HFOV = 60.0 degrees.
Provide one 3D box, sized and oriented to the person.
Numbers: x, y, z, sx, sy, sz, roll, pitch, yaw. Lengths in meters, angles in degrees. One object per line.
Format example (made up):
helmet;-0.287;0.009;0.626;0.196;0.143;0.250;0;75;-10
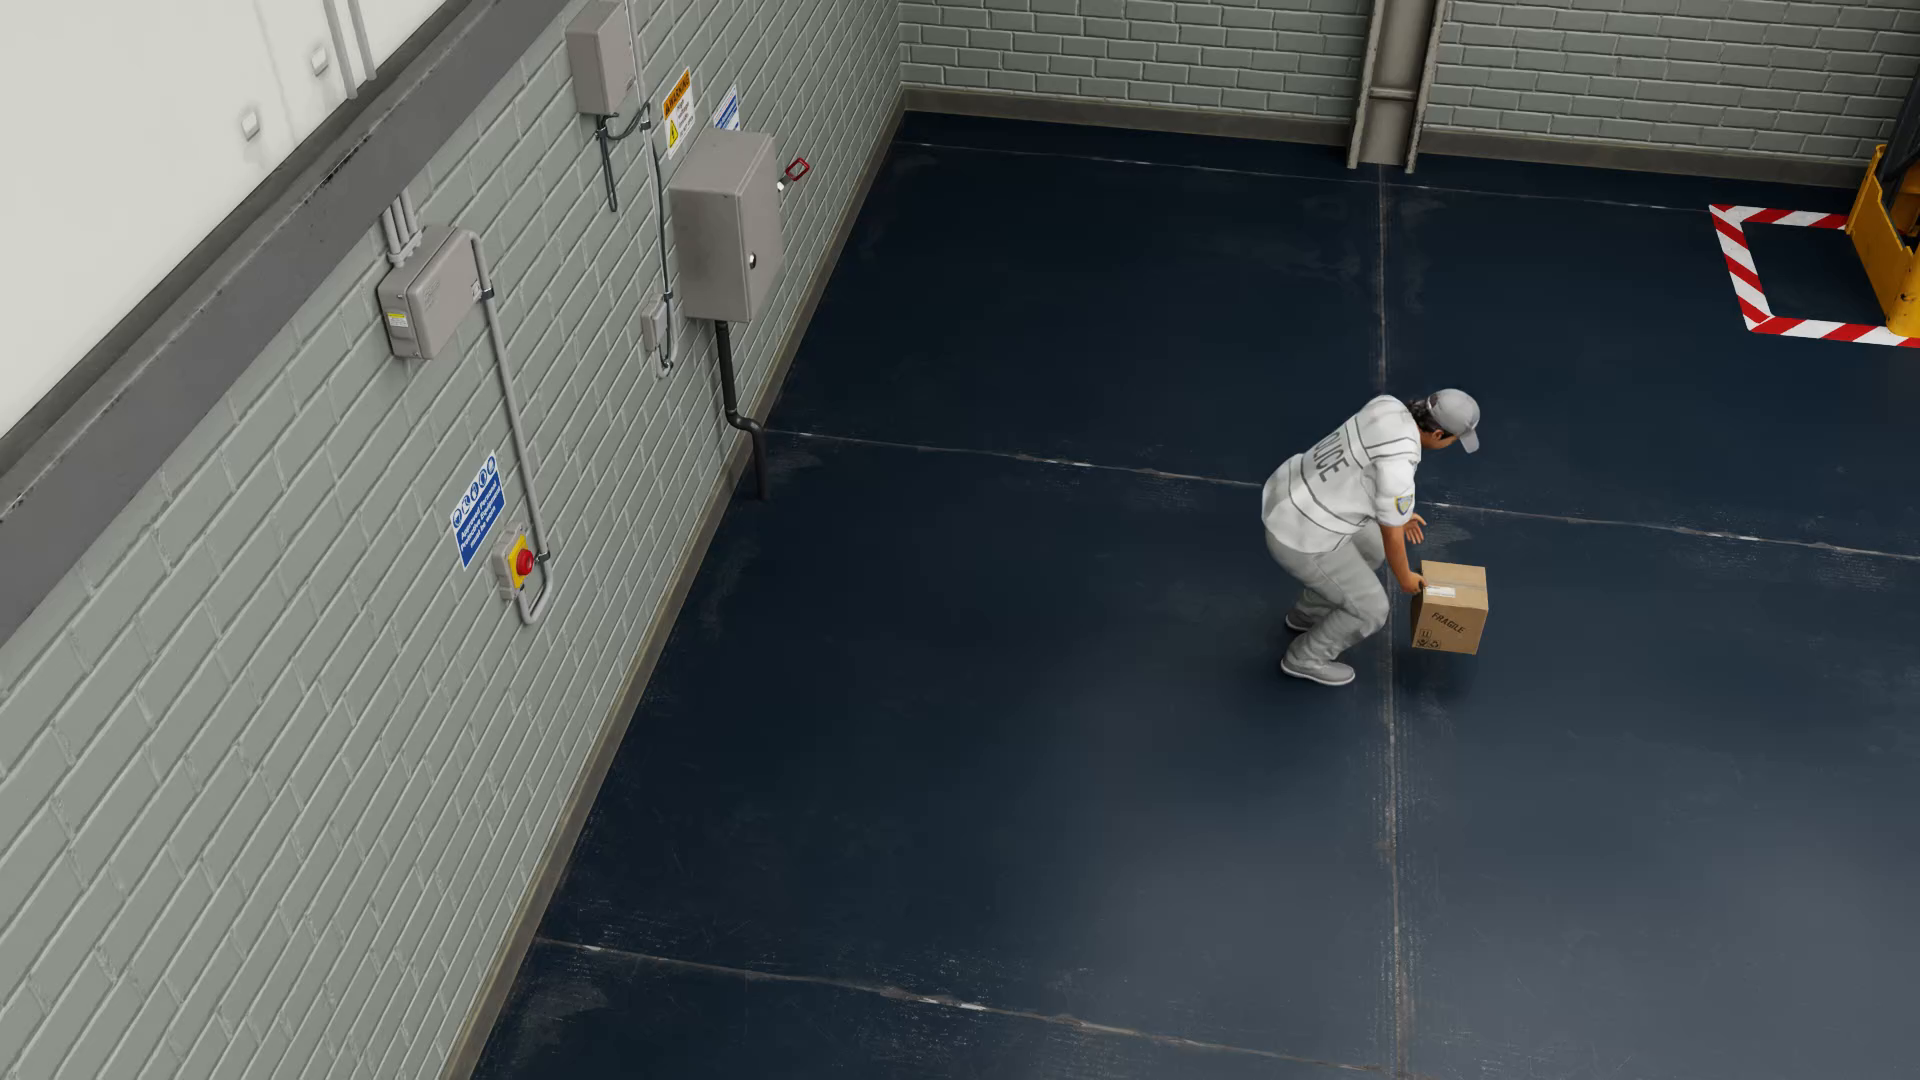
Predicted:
person;1.550;-0.057;6.490;0.758;1.324;0.538;7;41;8
